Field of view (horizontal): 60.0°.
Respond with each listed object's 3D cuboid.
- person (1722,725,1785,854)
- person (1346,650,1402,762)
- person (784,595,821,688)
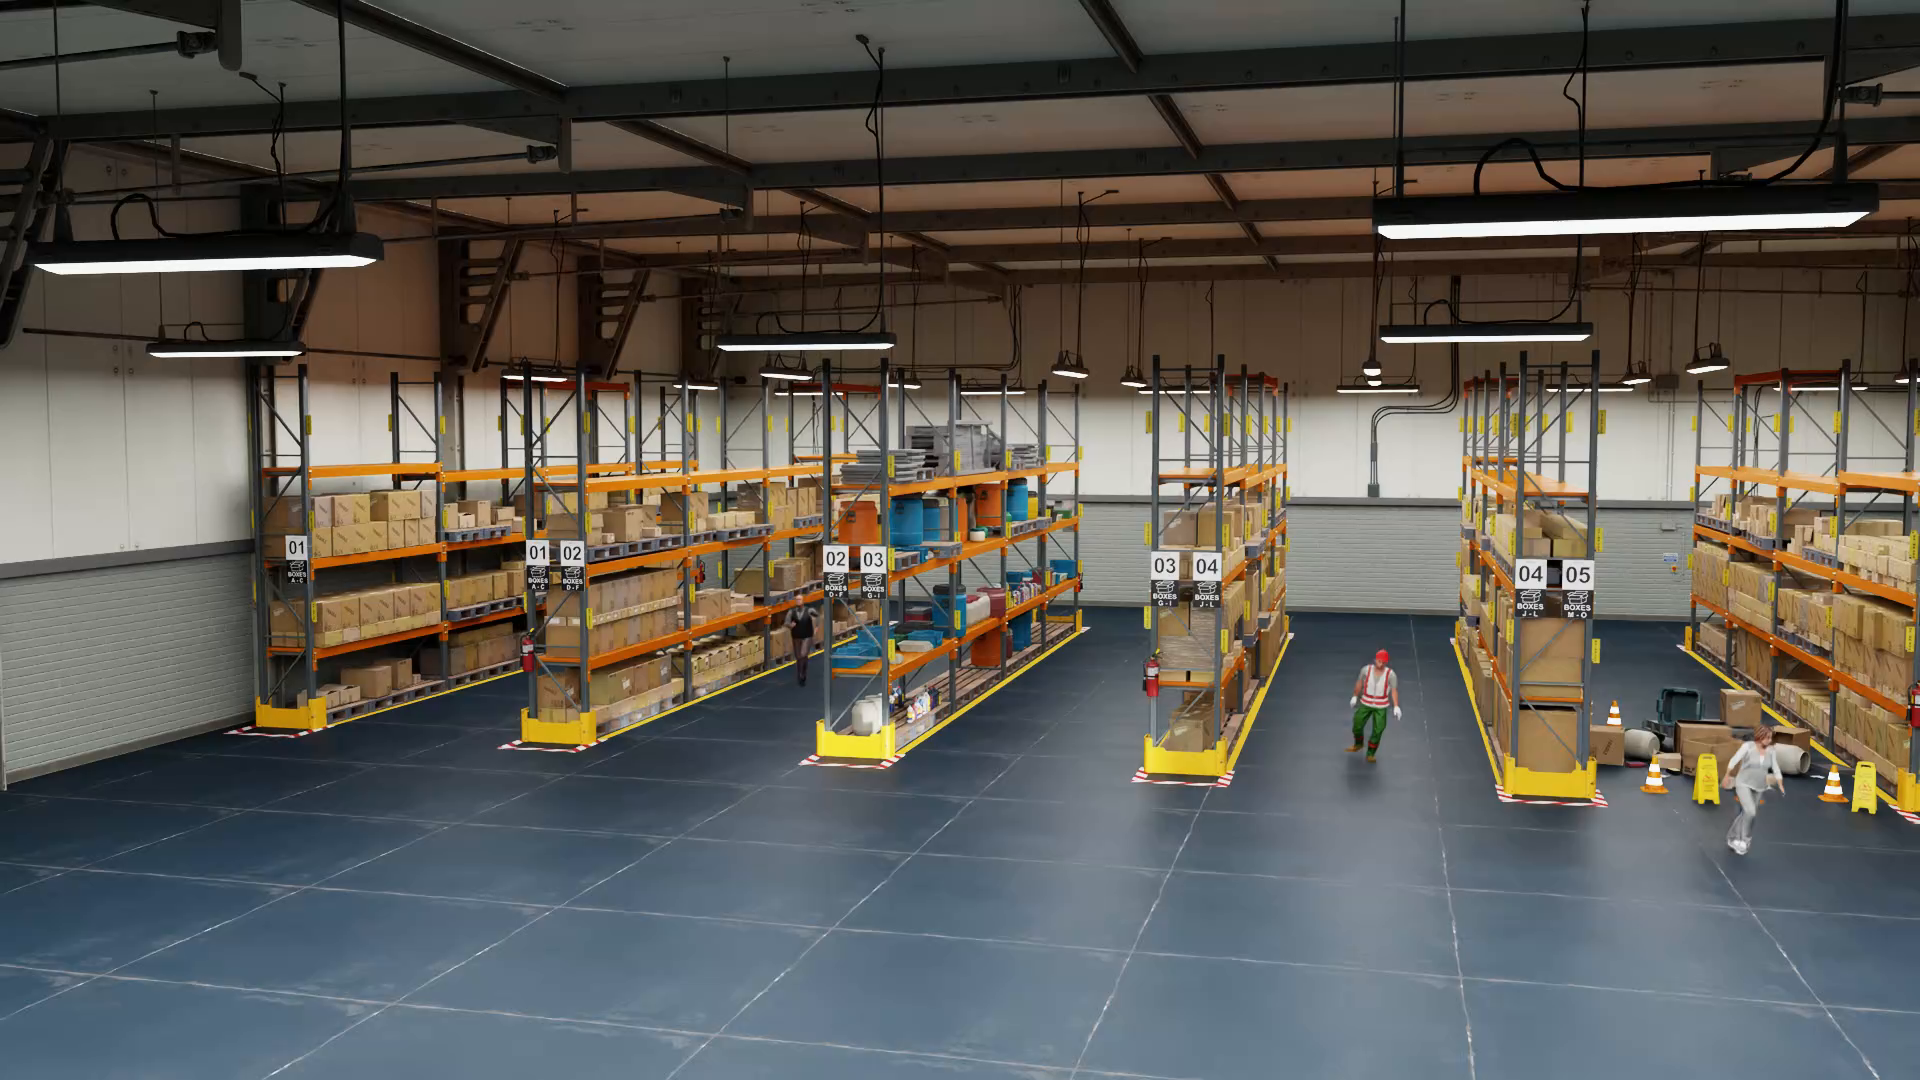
[{"bbox_3d":[9.222,2.888,19.337,0.504,1.533,0.735,-1,4,-8],"label":"person"},{"bbox_3d":[6.123,2.445,24.596,0.806,1.692,0.667,1,4,17],"label":"person"},{"bbox_3d":[-3.041,1.936,32.102,0.645,1.767,0.904,1,4,12],"label":"person"}]
